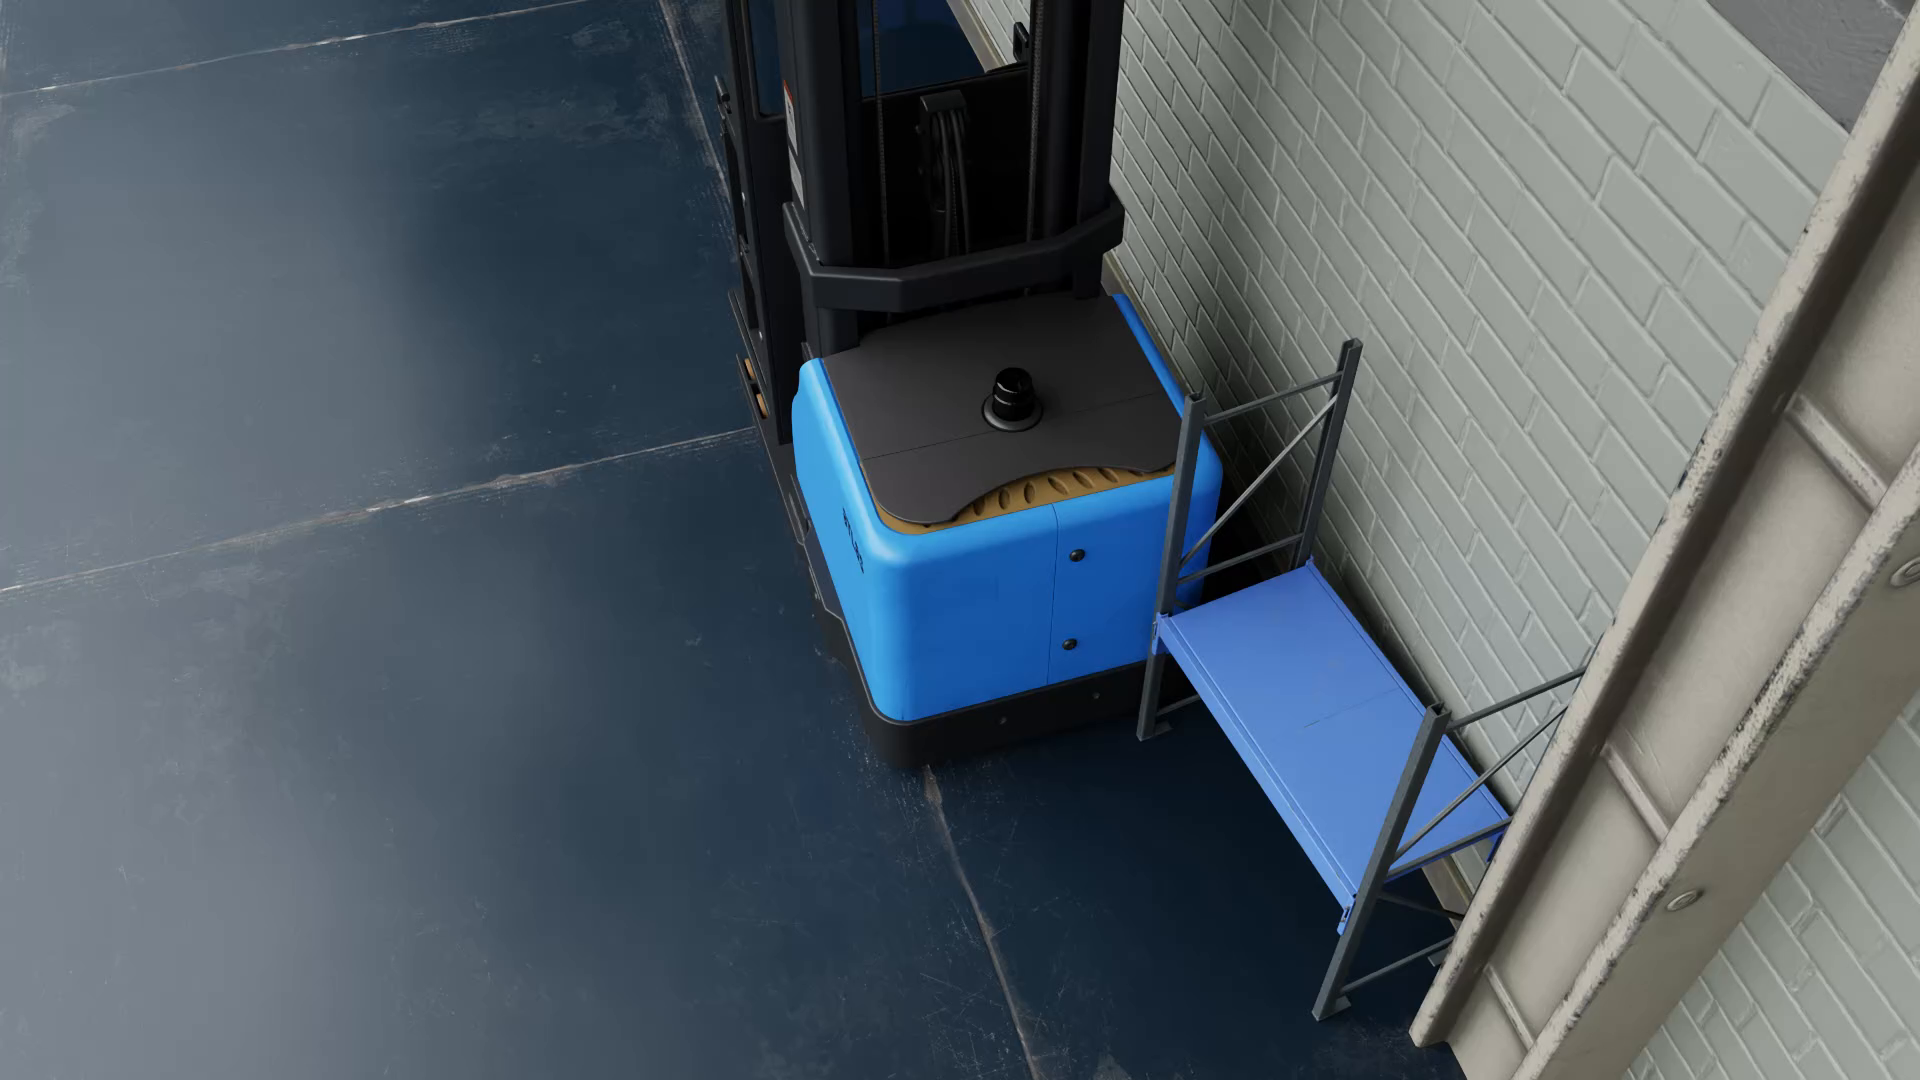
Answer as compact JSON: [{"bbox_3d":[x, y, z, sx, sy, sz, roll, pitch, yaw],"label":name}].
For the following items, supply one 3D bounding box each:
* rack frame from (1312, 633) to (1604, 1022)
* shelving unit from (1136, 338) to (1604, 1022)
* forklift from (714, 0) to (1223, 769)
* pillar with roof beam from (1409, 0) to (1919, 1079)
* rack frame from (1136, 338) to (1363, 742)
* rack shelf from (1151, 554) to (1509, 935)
[{"bbox_3d":[1.214,0.765,4.124,0.500,1.500,0.032,-19,53,-16],"label":"rack frame"},{"bbox_3d":[1.001,0.412,4.422,0.538,1.500,1.048,-19,53,-16],"label":"shelving unit"},{"bbox_3d":[-0.189,-1.404,5.017,1.130,2.935,3.031,-14,51,-11],"label":"forklift"},{"bbox_3d":[-2.666,-0.462,0.254,9.100,9.000,0.400,-13,51,-11],"label":"pillar with roof beam"},{"bbox_3d":[0.787,0.059,4.719,0.500,1.500,0.032,-19,53,-16],"label":"rack frame"},{"bbox_3d":[1.001,0.528,4.559,0.538,0.185,1.000,-19,53,-16],"label":"rack shelf"}]
